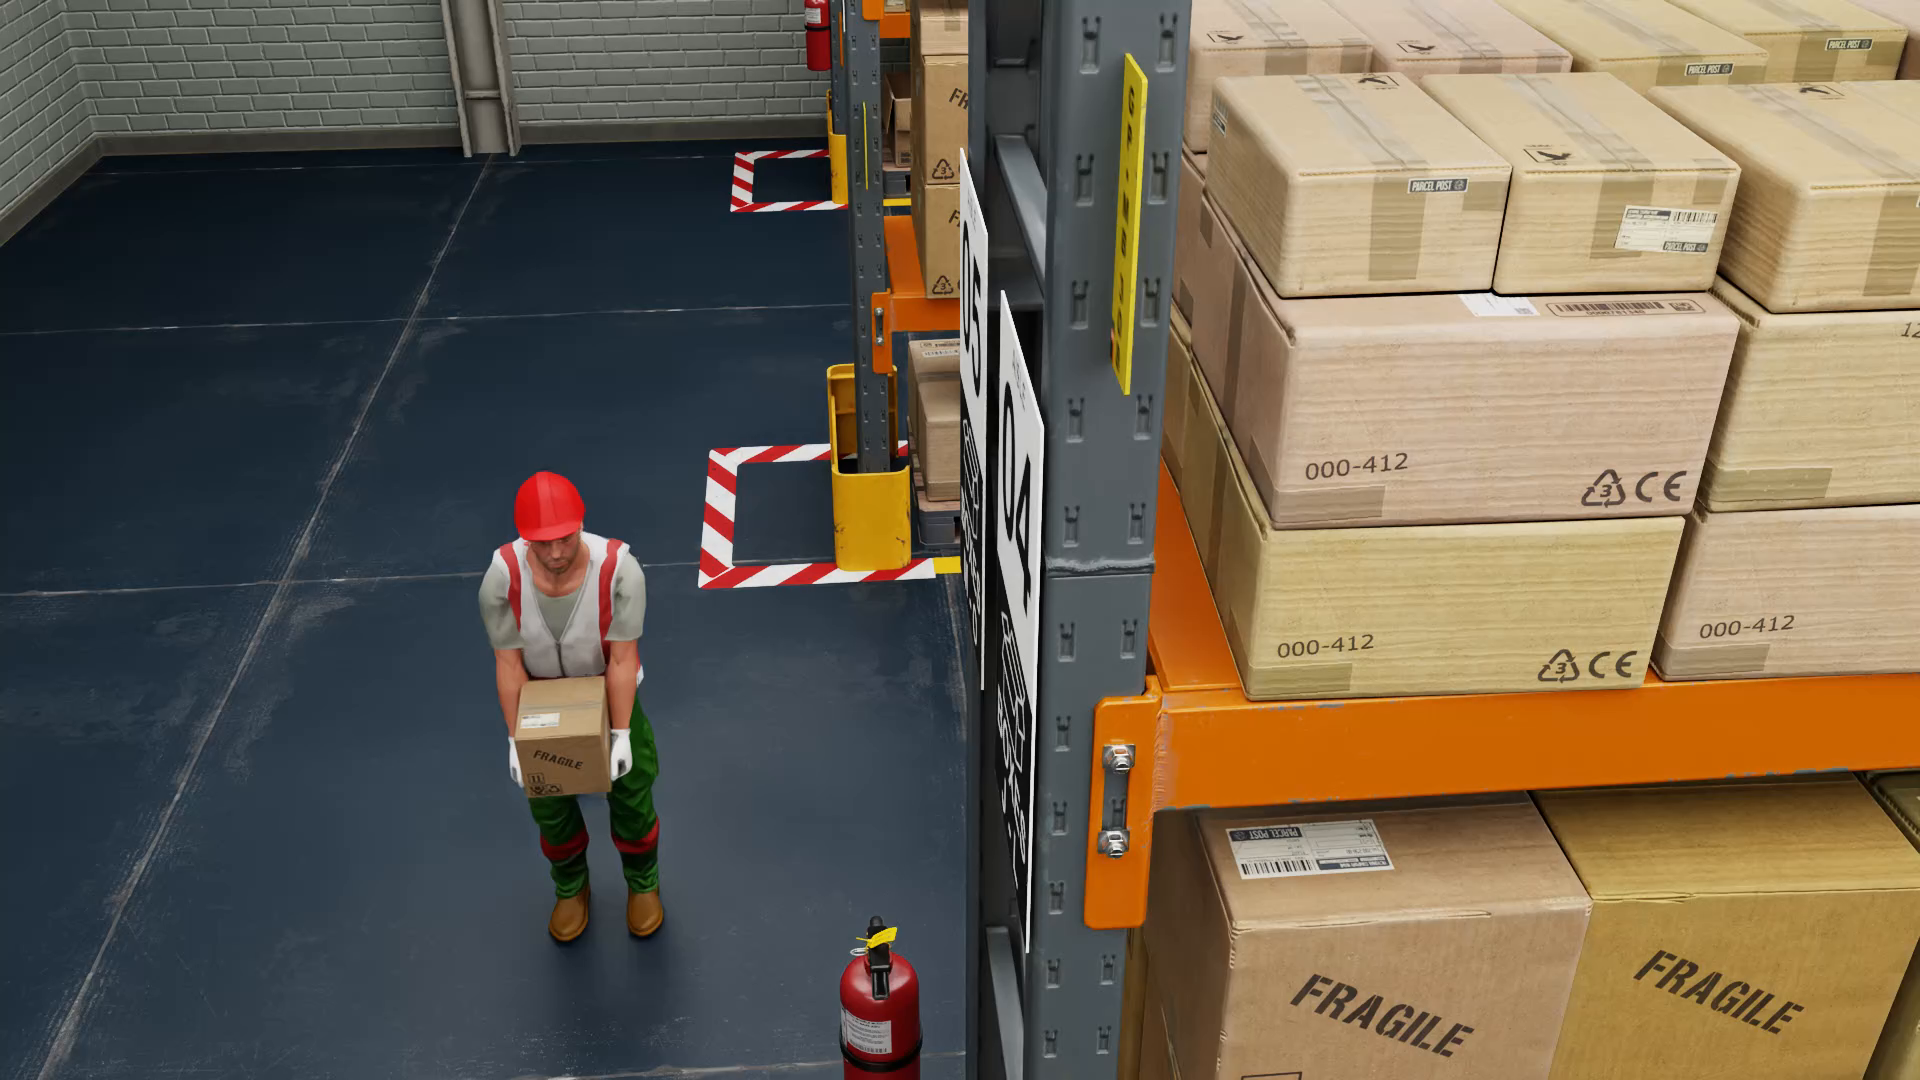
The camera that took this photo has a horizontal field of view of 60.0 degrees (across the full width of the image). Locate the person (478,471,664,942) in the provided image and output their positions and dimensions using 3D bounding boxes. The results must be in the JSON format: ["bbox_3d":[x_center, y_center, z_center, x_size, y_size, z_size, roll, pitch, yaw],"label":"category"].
[{"bbox_3d":[-1.189,0.555,5.205,0.491,1.760,0.583,-3,31,-5],"label":"person"}]
